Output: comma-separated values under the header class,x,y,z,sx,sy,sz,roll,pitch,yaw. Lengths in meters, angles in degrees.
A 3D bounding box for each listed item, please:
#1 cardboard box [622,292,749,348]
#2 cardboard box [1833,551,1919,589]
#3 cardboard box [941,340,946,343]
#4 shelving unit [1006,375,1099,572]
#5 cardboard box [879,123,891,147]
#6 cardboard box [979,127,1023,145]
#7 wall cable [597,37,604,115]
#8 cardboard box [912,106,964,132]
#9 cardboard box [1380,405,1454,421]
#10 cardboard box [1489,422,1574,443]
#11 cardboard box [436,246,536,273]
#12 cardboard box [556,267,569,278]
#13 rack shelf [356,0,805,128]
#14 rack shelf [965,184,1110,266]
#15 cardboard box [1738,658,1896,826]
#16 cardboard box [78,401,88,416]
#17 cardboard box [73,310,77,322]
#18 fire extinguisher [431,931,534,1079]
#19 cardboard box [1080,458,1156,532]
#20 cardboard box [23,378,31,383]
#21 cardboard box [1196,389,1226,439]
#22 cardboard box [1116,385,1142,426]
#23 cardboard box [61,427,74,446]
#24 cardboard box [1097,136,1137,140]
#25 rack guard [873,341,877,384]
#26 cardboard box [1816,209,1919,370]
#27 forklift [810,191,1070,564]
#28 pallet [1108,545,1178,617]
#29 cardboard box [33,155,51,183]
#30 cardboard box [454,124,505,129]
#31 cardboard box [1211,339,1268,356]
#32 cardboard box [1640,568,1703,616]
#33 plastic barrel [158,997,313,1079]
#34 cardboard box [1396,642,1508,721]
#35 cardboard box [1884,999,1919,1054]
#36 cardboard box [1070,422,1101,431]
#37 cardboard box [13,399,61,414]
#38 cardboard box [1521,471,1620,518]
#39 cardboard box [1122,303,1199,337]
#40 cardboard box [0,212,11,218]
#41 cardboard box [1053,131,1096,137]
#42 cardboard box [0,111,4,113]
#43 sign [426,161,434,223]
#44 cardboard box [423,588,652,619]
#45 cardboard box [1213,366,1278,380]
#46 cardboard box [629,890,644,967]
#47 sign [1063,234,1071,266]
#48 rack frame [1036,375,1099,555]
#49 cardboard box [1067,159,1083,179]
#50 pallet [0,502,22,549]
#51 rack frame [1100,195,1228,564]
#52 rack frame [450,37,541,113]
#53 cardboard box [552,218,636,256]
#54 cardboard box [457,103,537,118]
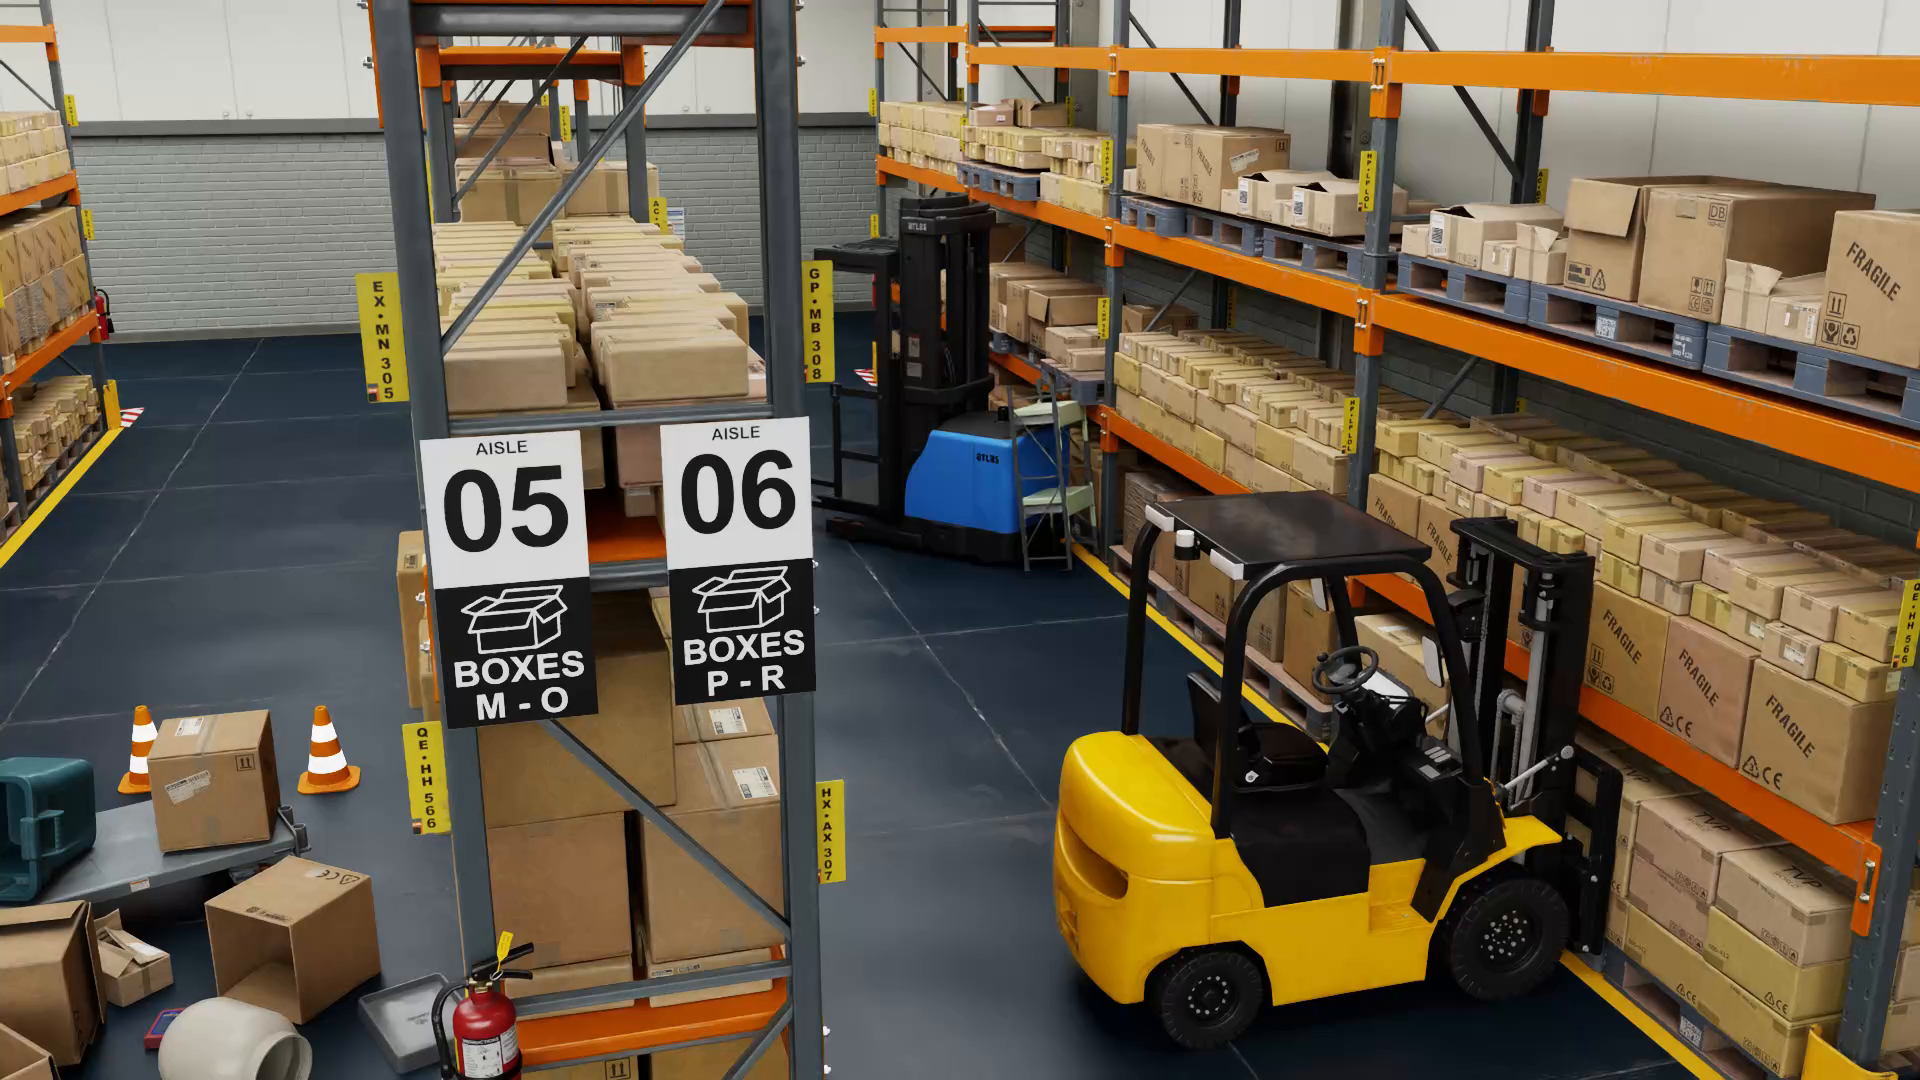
class,x,y,z,sx,sy,sz,roll,pitch,yaw
cardboard box,-0.902,-0.715,5.455,0.380,0.149,0.250,-5,17,-15
cardboard box,3.850,0.164,6.873,0.380,0.149,0.250,-4,17,-14
cardboard box,-0.260,-2.092,19.816,0.700,0.500,0.500,-4,17,-13
shelving unit,0.767,-0.553,13.567,0.431,1.500,0.755,-3,8,22
cardboard box,-0.675,-4.867,19.969,0.500,0.250,0.500,-5,17,-16
cardboard box,0.396,-3.846,15.844,0.380,0.149,0.250,-5,17,-16
wall cable,-6.416,-7.593,24.089,2.355,3.000,0.029,-5,17,-15
cardboard box,-0.231,-4.688,18.504,0.500,0.250,0.500,-4,17,-14
cardboard box,2.850,-0.736,10.385,0.380,0.149,0.250,-5,18,-17
cardboard box,3.171,-0.548,9.245,0.380,0.149,0.250,-5,17,-17
cardboard box,-1.909,-1.093,6.715,0.380,0.149,0.250,-5,18,-17
cardboard box,-1.488,-1.058,7.289,0.500,0.250,0.500,-5,17,-16
rack shelf,-1.459,-1.765,5.941,1.077,0.370,4.000,-5,17,-15
rack shelf,1.114,-2.936,15.049,1.077,0.370,4.000,-5,17,-15
cardboard box,3.475,0.759,6.538,0.500,0.500,0.500,-5,17,-16
cardboard box,-9.474,-1.402,17.614,0.380,0.149,0.250,-5,18,-18
cardboard box,-9.561,-2.363,17.541,0.380,0.149,0.250,-5,17,-16
fire extinguisher,-1.321,1.421,4.643,0.296,0.674,0.183,-5,17,-15
cardboard box,1.341,-0.395,14.167,0.500,0.500,0.500,-4,17,-14
cardboard box,-10.220,-1.640,17.889,0.380,0.149,0.250,-6,18,-18
cardboard box,1.979,-0.892,11.600,0.500,0.250,0.500,-4,17,-14
cardboard box,1.551,-1.077,13.084,0.500,0.250,0.500,-5,17,-15
cardboard box,-9.268,-1.045,16.941,0.380,0.149,0.250,-4,17,-14
cardboard box,1.423,-3.458,14.588,0.380,0.149,0.250,-5,17,-16
rack guard,-0.514,-2.286,21.192,1.175,0.500,0.348,-5,17,-15
cardboard box,3.507,-0.915,5.991,0.500,0.500,0.500,-4,17,-13
forklift,-0.563,-1.511,14.387,3.031,2.935,1.130,11,20,32
pallet,1.853,0.275,13.168,1.003,0.211,1.213,-5,17,-15
cardboard box,-9.388,-3.672,16.509,0.500,0.250,0.500,-4,17,-13
cardboard box,-3.871,-3.048,13.266,0.500,0.500,0.500,-5,17,-15
cardboard box,2.140,-1.435,12.715,0.380,0.149,0.250,-5,17,-15
cardboard box,3.211,0.205,7.254,0.380,0.149,0.250,-5,18,-17
plastic barrel,-2.932,2.098,6.733,0.512,0.421,0.421,7,18,23
cardboard box,2.725,0.753,9.042,0.500,0.250,0.500,-5,17,-15
cardboard box,3.916,1.886,7.008,0.500,0.250,0.500,-5,17,-15
cardboard box,1.121,-0.948,14.882,0.380,0.149,0.250,-4,17,-14
cardboard box,-9.338,-1.321,16.829,0.380,0.149,0.250,-5,18,-17
cardboard box,2.996,-0.224,8.165,0.380,0.149,0.250,-5,17,-15
cardboard box,1.673,-1.695,13.976,0.500,0.500,0.500,-4,17,-13
cardboard box,-10.025,-3.076,17.049,0.500,0.500,0.500,-4,17,-14
cardboard box,1.065,-3.670,15.257,0.380,0.149,0.250,-5,17,-15
cardboard box,-10.168,-4.378,17.299,0.380,0.149,0.250,-5,17,-16
sign,-2.541,-1.619,7.830,0.100,0.325,0.005,-5,17,-15
cardboard box,-1.391,0.382,5.539,0.700,0.500,0.500,-5,17,-15
cardboard box,1.998,-1.117,11.657,0.380,0.149,0.250,-5,17,-15
cardboard box,-0.887,1.257,5.491,0.380,0.149,0.250,-4,17,-14
sign,1.097,-2.997,17.202,0.100,0.325,0.005,-5,17,-15
rack frame,0.900,-0.613,13.903,0.400,1.500,0.023,-3,8,22
cardboard box,1.125,-3.139,14.041,0.380,0.149,0.250,-5,17,-15
pallet,-8.723,-0.034,14.198,1.003,0.211,1.213,-5,17,-15
rack frame,1.664,-1.291,13.535,1.000,3.000,0.127,-5,17,-15
rack frame,-5.306,-5.983,18.729,1.000,3.000,0.127,-5,17,-15
cardboard box,-1.711,-1.419,7.798,0.380,0.149,0.250,-4,17,-14
cardboard box,-4.608,-4.109,16.621,0.797,0.503,0.637,-3,17,-11
